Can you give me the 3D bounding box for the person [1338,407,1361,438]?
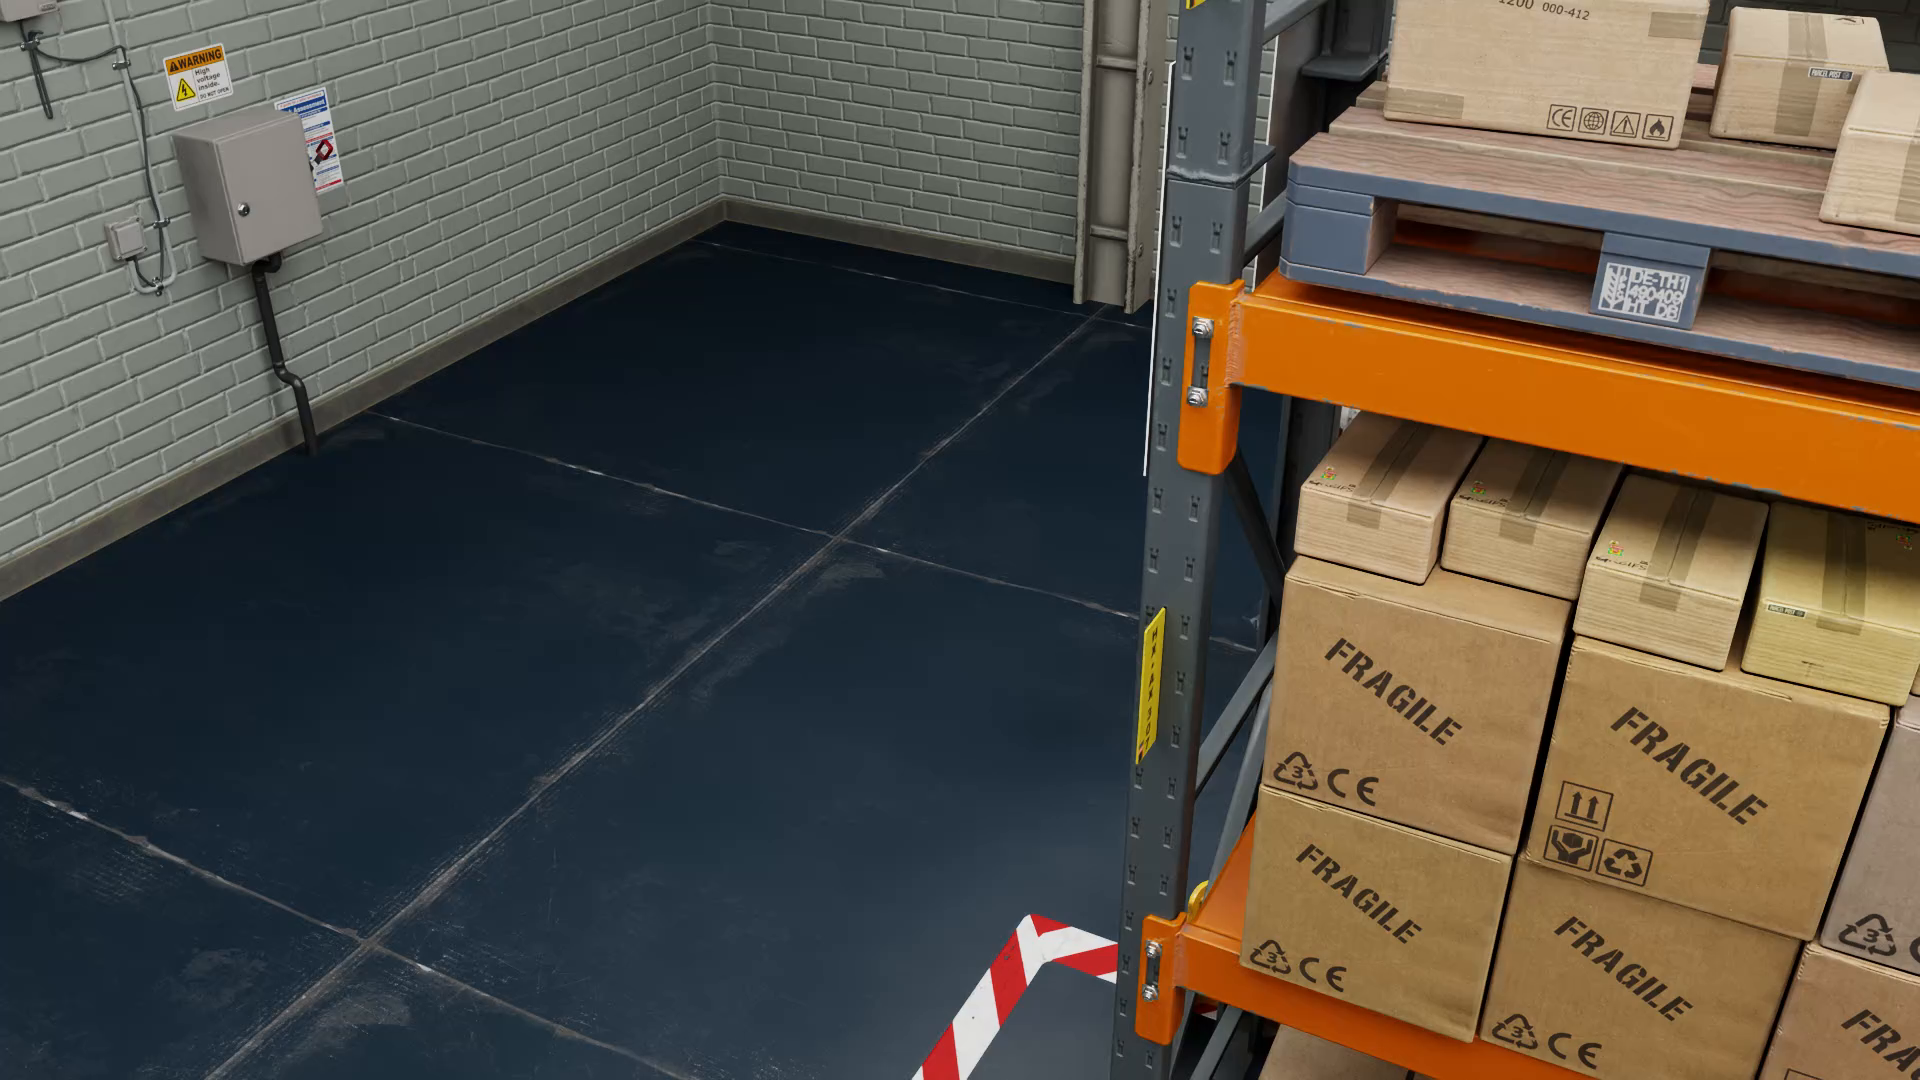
[{"bbox_3d":[1.633,-0.195,6.440,0.469,1.674,0.607,19,35,29],"label":"person"}]
